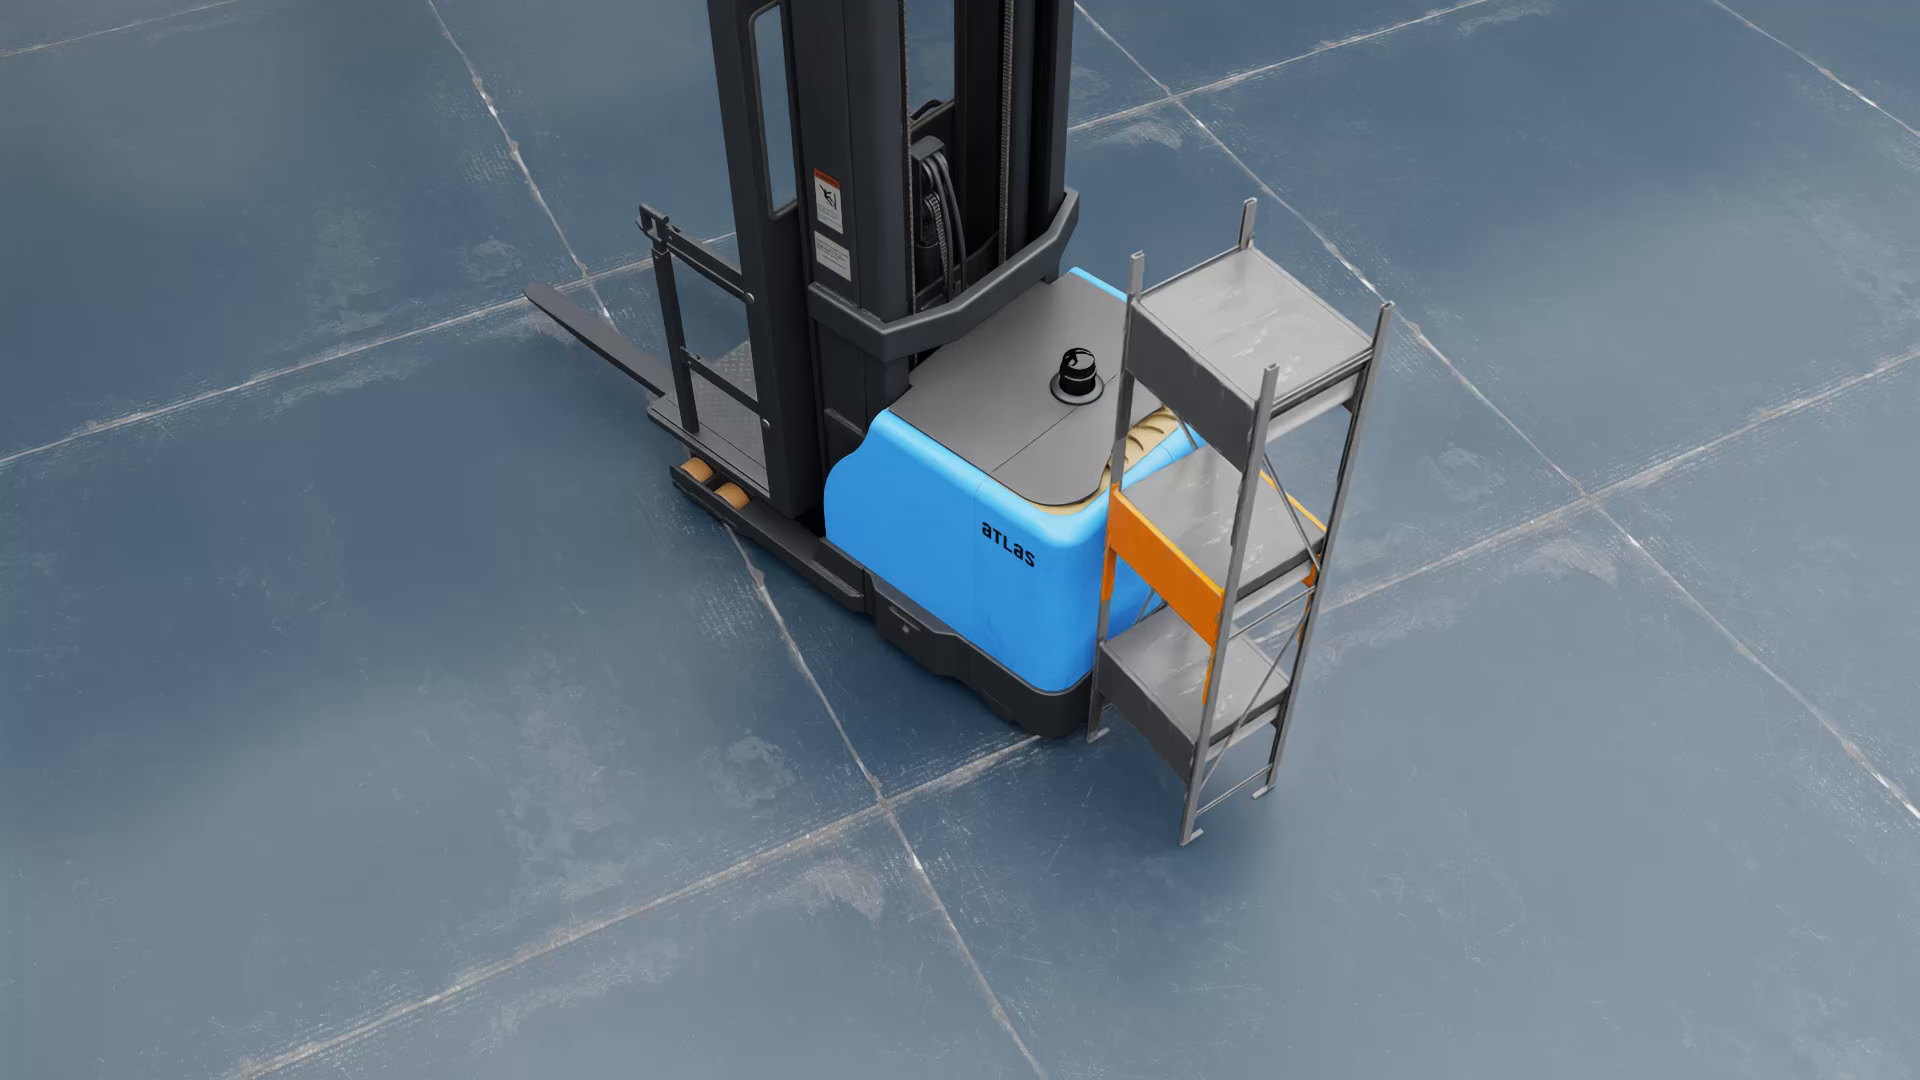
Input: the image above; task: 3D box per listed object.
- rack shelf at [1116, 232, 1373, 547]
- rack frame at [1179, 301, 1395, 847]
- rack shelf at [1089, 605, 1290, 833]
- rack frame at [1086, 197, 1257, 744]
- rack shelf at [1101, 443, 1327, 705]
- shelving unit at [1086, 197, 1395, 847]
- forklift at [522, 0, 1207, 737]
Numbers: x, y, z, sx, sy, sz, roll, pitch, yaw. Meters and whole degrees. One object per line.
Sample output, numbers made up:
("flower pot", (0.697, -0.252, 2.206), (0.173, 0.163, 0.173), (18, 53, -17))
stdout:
("rack shelf", (0.727, -0.389, 4.281), (0.431, 0.518, 0.480), (-28, 54, -22))
("rack frame", (0.871, 0.212, 4.666), (0.400, 2.100, 0.015), (-28, 54, -22))
("rack shelf", (0.736, 0.531, 5.336), (0.431, 0.518, 0.480), (-28, 54, -22))
("rack frame", (0.591, -0.088, 4.930), (0.400, 2.100, 0.015), (-28, 54, -22))
("rack shelf", (0.731, 0.071, 4.809), (0.431, 0.518, 0.480), (-28, 54, -22))
("shelving unit", (0.731, 0.062, 4.798), (0.431, 2.100, 0.503), (-28, 54, -22))
("forklift", (-0.462, -1.280, 5.422), (3.031, 2.935, 1.130), (34, 57, 26))
